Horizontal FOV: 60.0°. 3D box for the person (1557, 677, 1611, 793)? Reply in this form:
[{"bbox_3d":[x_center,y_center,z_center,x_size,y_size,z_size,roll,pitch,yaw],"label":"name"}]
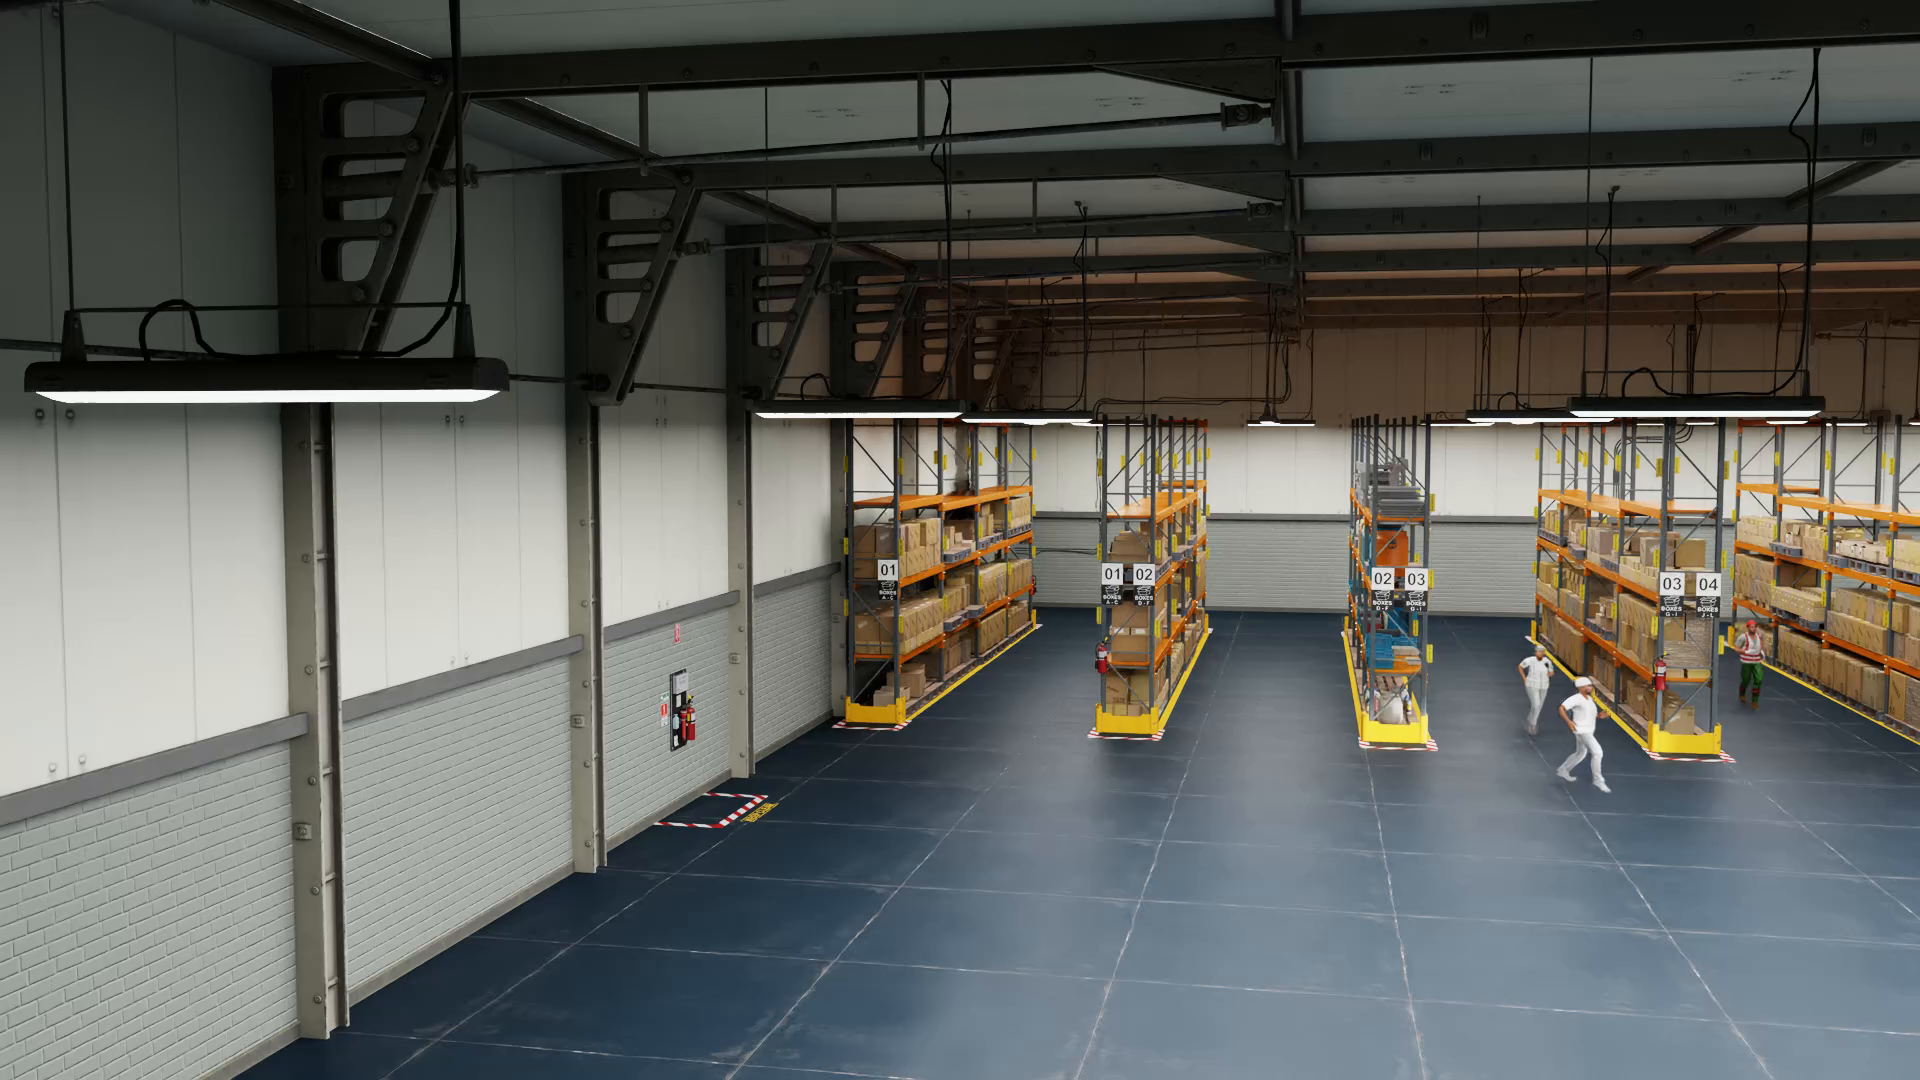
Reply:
[{"bbox_3d":[9.966,3.082,26.513,0.893,1.794,0.707,3,5,35],"label":"person"}]

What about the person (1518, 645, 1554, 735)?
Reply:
[{"bbox_3d":[10.900,2.809,31.409,0.585,1.675,0.751,0,4,-6],"label":"person"}]

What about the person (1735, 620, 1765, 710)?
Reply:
[{"bbox_3d":[16.255,2.571,34.240,0.680,1.867,0.849,0,4,2],"label":"person"}]
